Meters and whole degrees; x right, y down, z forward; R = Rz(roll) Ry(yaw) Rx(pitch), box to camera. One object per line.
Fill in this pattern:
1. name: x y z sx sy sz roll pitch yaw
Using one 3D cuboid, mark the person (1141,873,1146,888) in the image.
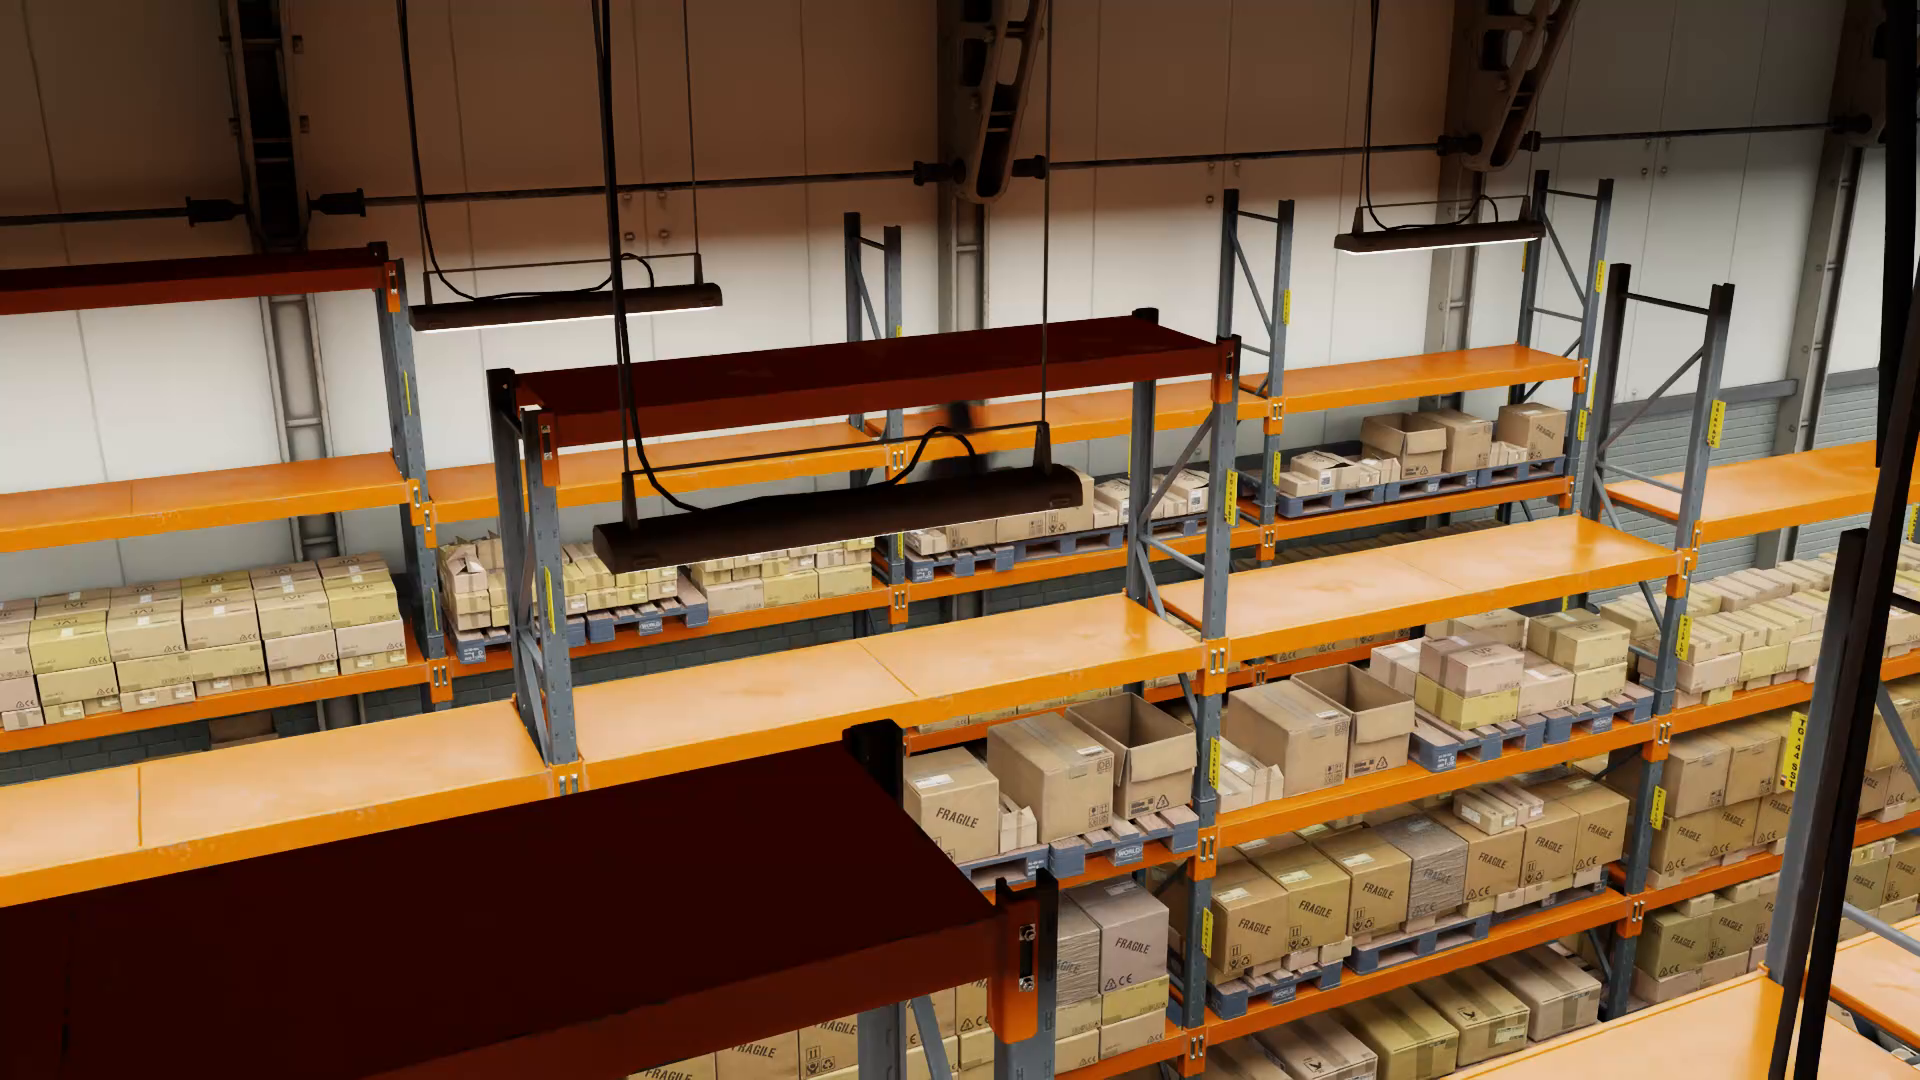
1. person: 1.785 2.775 13.934 0.684 1.761 0.656 -8 20 -23
